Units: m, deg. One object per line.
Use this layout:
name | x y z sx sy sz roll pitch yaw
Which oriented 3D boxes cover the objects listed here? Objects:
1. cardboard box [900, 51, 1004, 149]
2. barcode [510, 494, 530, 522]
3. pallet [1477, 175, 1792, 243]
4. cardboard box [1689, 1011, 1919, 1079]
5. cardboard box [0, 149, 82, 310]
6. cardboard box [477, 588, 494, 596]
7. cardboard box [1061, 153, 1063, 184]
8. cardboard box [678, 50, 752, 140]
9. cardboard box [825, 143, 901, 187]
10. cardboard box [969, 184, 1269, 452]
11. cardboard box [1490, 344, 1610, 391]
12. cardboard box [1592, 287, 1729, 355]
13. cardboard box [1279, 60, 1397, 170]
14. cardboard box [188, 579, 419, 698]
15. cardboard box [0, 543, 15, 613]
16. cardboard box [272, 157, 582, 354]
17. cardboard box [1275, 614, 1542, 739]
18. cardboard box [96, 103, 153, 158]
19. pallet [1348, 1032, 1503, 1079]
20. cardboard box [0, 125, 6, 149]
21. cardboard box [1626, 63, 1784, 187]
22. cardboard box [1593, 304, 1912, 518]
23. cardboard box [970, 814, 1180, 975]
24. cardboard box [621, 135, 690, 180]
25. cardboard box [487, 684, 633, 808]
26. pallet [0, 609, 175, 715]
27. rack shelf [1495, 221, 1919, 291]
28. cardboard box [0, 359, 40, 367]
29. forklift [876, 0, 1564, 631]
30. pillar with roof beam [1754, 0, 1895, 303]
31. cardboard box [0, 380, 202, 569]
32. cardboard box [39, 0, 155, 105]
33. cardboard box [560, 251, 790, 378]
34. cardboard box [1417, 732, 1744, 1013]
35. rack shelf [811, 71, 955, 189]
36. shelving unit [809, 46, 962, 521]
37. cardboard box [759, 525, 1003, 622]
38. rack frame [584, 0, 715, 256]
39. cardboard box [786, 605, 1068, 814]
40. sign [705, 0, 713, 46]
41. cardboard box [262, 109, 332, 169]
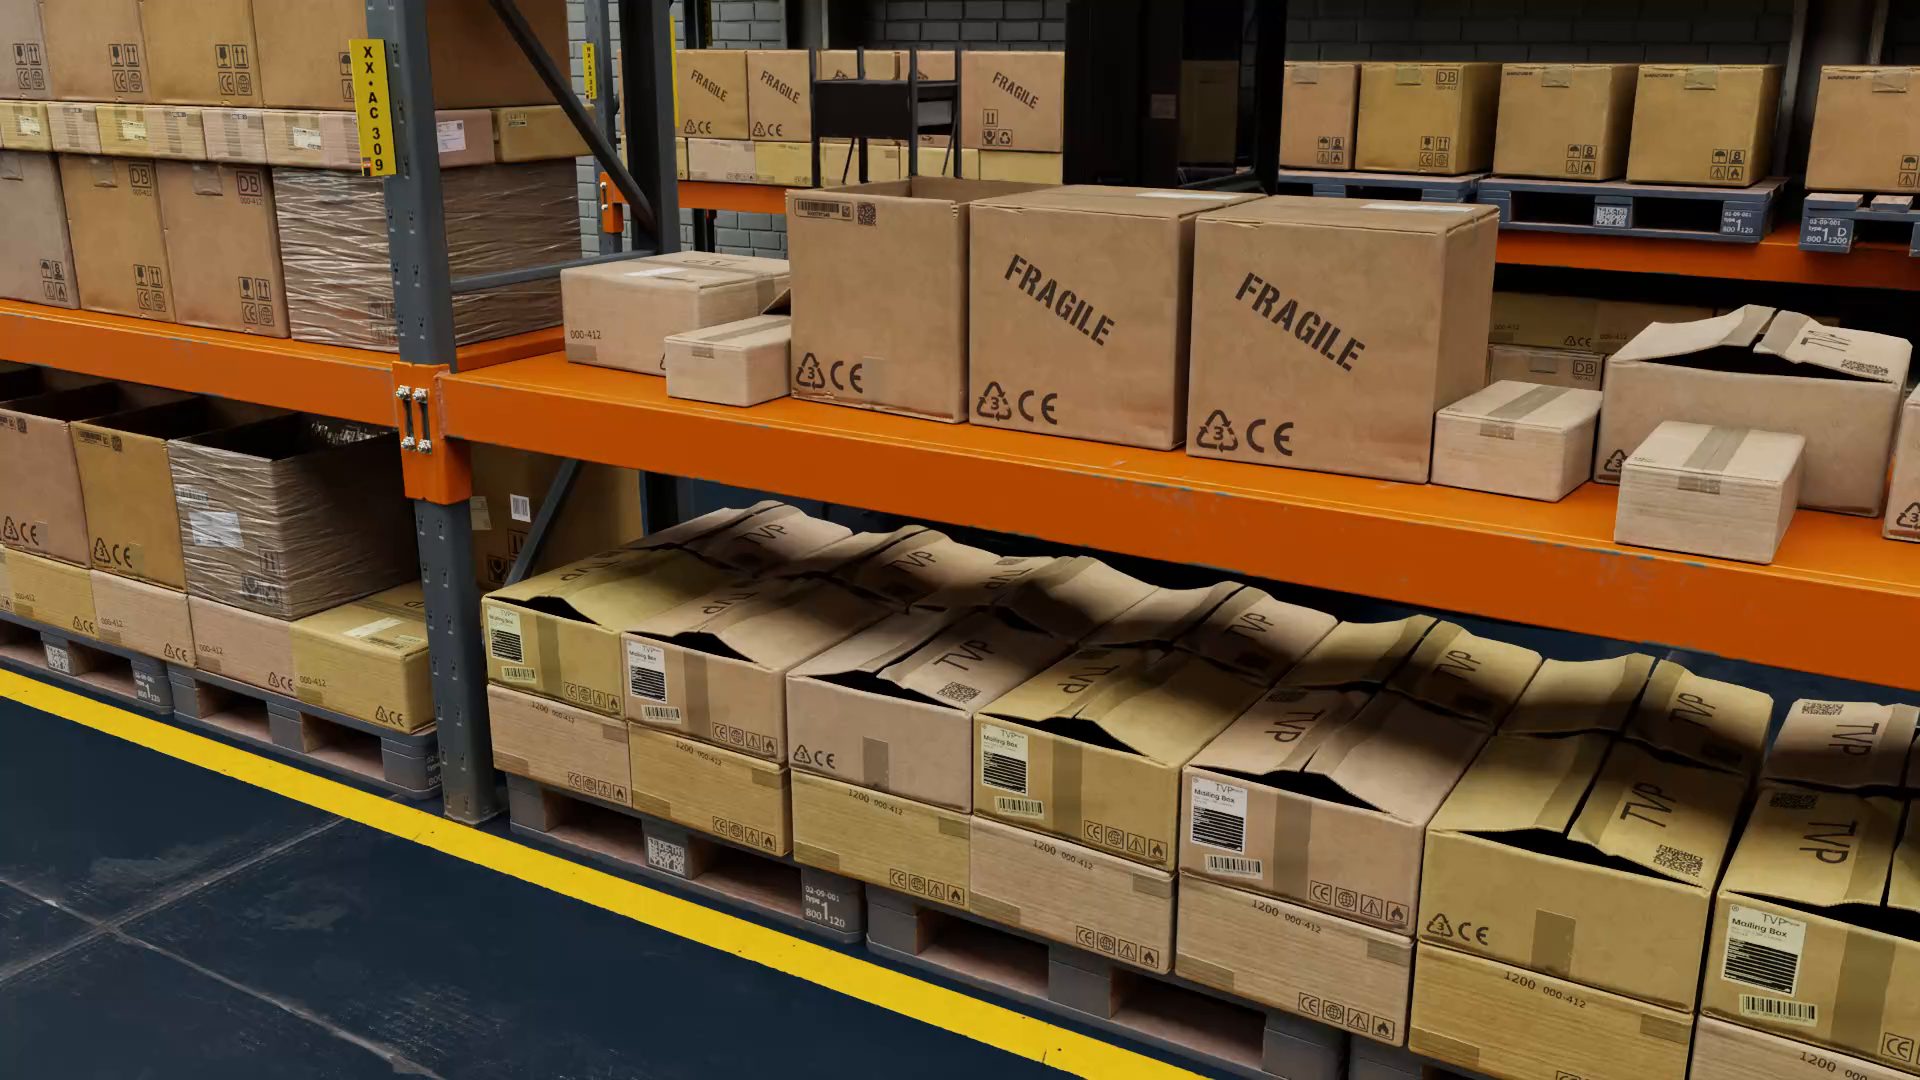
cardboard box | 0.012 -2.425 9.138 0.500 0.500 0.500 9 19 28
barcode | -1.161 -0.084 4.389 0.075 0.075 0.001 10 20 30
pallet | 3.129 -1.570 7.720 1.213 0.211 1.003 10 20 30
cardboard box | 1.672 0.951 3.097 0.500 0.250 0.500 11 20 31
cardboard box | -2.857 -1.099 5.668 0.500 0.500 0.700 11 20 32
cardboard box | -1.397 0.217 5.515 0.500 0.250 0.500 10 20 30
cardboard box | 0.867 -1.914 8.746 0.500 0.250 0.500 10 20 30
cardboard box | -1.314 -2.660 9.910 0.500 0.500 0.500 10 20 30
cardboard box | -0.419 -2.141 9.493 0.500 0.250 0.500 10 20 31
cardboard box | 0.361 -0.523 3.769 0.500 0.500 0.500 10 20 30
cardboard box | 2.945 -0.732 8.175 0.500 0.500 0.700 10 20 31
cardboard box | 3.303 -1.020 7.833 0.500 0.250 0.500 10 20 30
cardboard box | 1.845 -2.152 8.376 0.500 0.500 0.700 10 20 30
cardboard box | -2.091 0.268 5.348 0.500 0.250 0.500 10 20 30
cardboard box | -3.375 0.042 6.090 0.500 0.250 0.500 10 20 30
cardboard box | -1.542 -0.866 4.899 0.500 0.500 0.700 10 19 29
cardboard box | 1.070 0.394 3.966 0.500 0.311 0.500 10 19 29
cardboard box | -2.370 -1.254 5.060 0.250 0.149 0.380 10 20 30
pallet | 1.567 1.056 3.543 1.213 0.211 1.003 10 20 30
cardboard box | -3.038 -1.372 5.448 0.250 0.149 0.380 10 20 31
cardboard box | 3.358 -1.883 7.489 0.500 0.500 0.700 10 20 30
cardboard box | 1.587 -0.285 3.312 0.500 0.311 0.500 10 19 29
cardboard box | 0.364 0.719 3.861 0.500 0.250 0.500 11 20 31
cardboard box | -1.730 -2.373 10.256 0.500 0.250 0.500 9 19 28
cardboard box | -0.946 0.485 4.631 0.500 0.250 0.500 10 19 29
pallet | -2.860 0.265 6.144 1.213 0.211 1.003 10 20 30
rack shelf | 3.133 -1.331 7.840 4.000 0.370 1.077 10 20 30
cardboard box | -3.956 -0.597 6.903 0.500 0.500 0.500 10 20 30
forklift | 1.191 -1.170 6.189 3.031 2.935 1.130 9 19 28
pillar with roof beam | 1.929 -3.587 3.709 0.400 9.000 9.100 10 20 30
cardboard box | -2.952 -0.239 5.726 0.500 0.500 0.500 10 20 30
cardboard box | -2.399 -1.640 5.214 0.500 0.500 0.700 10 20 30
cardboard box | -0.718 -0.616 4.507 0.500 0.250 0.500 12 20 33
cardboard box | 1.227 0.607 3.267 0.500 0.311 0.500 10 19 29
rack shelf | -0.309 -1.709 7.032 0.480 0.518 0.431 9 19 28
shelving unit | -0.309 -1.052 7.232 0.503 2.100 0.431 9 19 28
cardboard box | -0.219 0.162 4.729 0.500 0.311 0.500 11 20 32
rack frame | -1.980 -2.588 10.740 0.127 3.000 1.000 10 20 30
cardboard box | -0.073 0.375 4.030 0.500 0.311 0.500 9 19 28
sign | -1.672 -3.428 10.969 0.005 0.325 0.100 10 20 30
cardboard box | -1.714 -1.137 4.675 0.250 0.149 0.380 10 19 29
